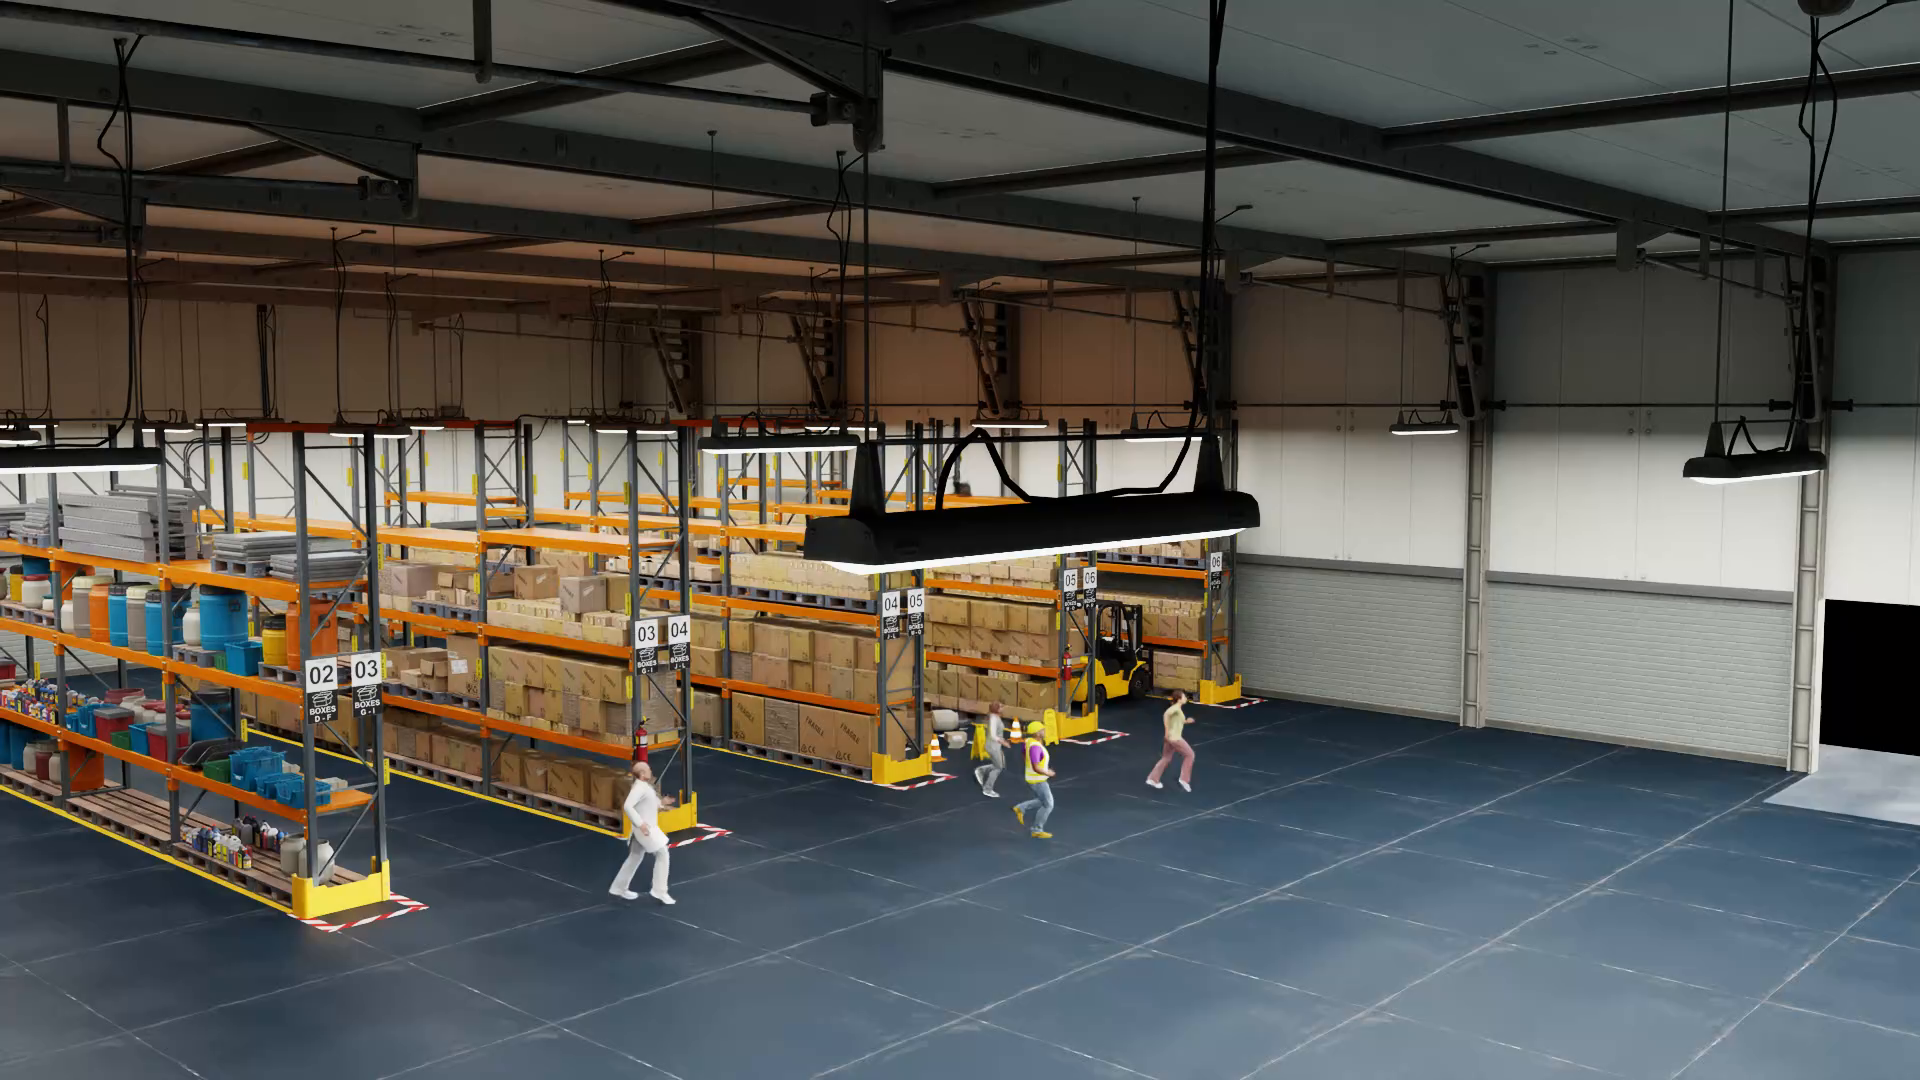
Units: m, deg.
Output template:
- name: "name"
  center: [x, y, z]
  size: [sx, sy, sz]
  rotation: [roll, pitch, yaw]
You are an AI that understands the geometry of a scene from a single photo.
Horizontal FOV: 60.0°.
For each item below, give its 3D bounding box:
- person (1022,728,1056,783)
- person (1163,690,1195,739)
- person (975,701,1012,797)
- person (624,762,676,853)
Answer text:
- name: "person"
  center: [1.163, 3.117, 24.263]
  size: [0.427, 0.892, 0.747]
  rotation: [-1, 5, -9]
- name: "person"
  center: [3.555, 2.827, 27.092]
  size: [0.578, 0.767, 0.599]
  rotation: [0, 5, -3]
- name: "person"
  center: [0.533, 3.369, 26.906]
  size: [0.607, 1.566, 0.567]
  rotation: [0, 5, 4]
- name: "person"
  center: [-3.949, 3.368, 21.039]
  size: [0.717, 1.141, 0.675]
  rotation: [-2, 5, -23]
